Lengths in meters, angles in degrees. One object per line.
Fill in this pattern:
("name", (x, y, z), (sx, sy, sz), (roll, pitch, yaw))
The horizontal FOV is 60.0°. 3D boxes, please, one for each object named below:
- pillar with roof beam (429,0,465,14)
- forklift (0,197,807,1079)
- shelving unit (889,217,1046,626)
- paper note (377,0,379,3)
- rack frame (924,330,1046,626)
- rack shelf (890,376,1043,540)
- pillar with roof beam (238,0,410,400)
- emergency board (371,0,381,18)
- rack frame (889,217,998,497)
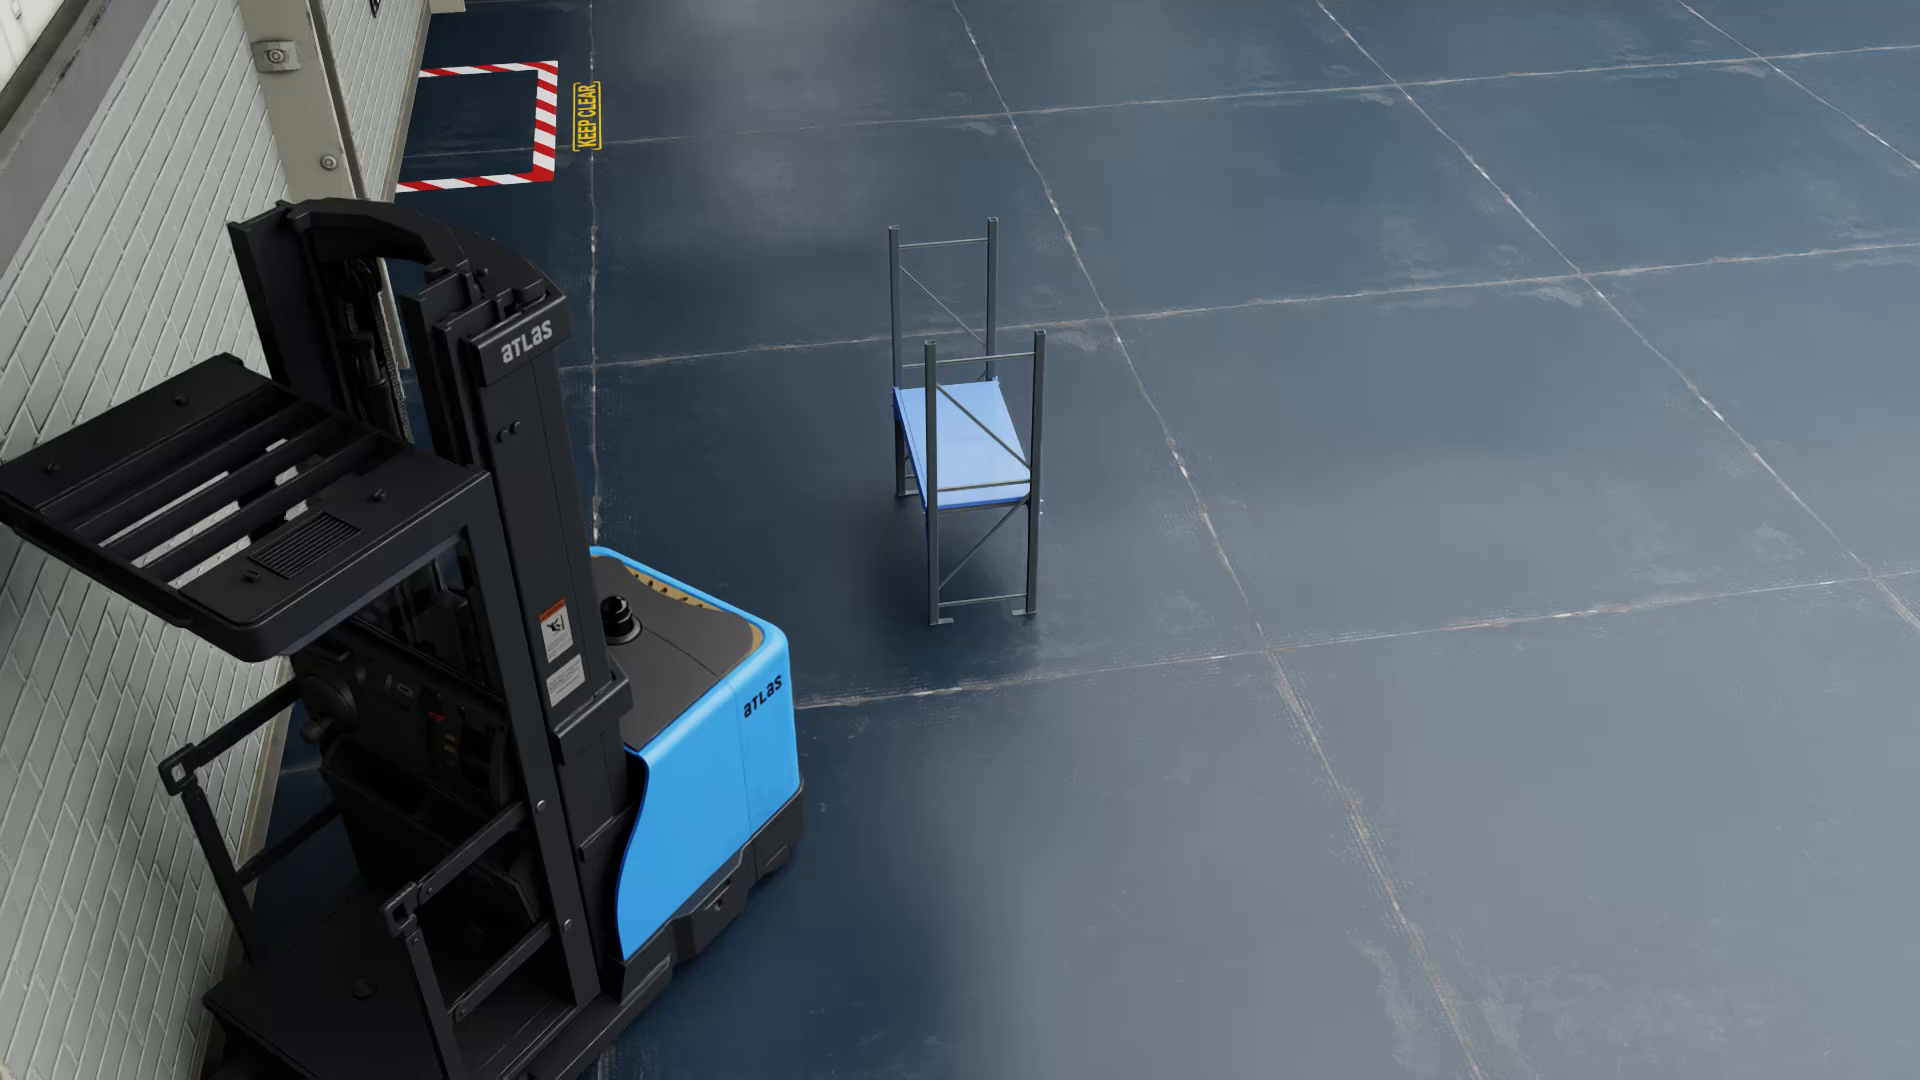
("pillar with roof beam", (-0.054, -8.505, 11.762), (9.100, 9.000, 0.400), (-6, 38, -8))
("forklift", (-1.840, 0.607, 4.980), (1.130, 2.935, 3.031), (22, 43, 26))
("shelving unit", (0.015, -0.541, 7.623), (0.538, 1.500, 1.048), (-6, 38, -8))
("paper note", (-3.934, -3.713, 11.203), (0.016, 0.148, 0.142), (-6, 38, -8))
("rack frame", (0.104, -0.234, 7.228), (0.500, 1.500, 0.032), (-6, 38, -8))
("rack shelf", (0.015, -0.399, 7.734), (0.538, 0.185, 1.000), (-6, 38, -8))
("pillar with roof beam", (0.997, -4.881, 7.097), (9.100, 9.000, 0.400), (-6, 38, -8))
("emergency board", (-3.914, -4.168, 11.070), (0.157, 1.169, 0.626), (-6, 38, -8))
("rack frame", (-0.074, -0.848, 8.019), (0.500, 1.500, 0.032), (-6, 38, -8))
